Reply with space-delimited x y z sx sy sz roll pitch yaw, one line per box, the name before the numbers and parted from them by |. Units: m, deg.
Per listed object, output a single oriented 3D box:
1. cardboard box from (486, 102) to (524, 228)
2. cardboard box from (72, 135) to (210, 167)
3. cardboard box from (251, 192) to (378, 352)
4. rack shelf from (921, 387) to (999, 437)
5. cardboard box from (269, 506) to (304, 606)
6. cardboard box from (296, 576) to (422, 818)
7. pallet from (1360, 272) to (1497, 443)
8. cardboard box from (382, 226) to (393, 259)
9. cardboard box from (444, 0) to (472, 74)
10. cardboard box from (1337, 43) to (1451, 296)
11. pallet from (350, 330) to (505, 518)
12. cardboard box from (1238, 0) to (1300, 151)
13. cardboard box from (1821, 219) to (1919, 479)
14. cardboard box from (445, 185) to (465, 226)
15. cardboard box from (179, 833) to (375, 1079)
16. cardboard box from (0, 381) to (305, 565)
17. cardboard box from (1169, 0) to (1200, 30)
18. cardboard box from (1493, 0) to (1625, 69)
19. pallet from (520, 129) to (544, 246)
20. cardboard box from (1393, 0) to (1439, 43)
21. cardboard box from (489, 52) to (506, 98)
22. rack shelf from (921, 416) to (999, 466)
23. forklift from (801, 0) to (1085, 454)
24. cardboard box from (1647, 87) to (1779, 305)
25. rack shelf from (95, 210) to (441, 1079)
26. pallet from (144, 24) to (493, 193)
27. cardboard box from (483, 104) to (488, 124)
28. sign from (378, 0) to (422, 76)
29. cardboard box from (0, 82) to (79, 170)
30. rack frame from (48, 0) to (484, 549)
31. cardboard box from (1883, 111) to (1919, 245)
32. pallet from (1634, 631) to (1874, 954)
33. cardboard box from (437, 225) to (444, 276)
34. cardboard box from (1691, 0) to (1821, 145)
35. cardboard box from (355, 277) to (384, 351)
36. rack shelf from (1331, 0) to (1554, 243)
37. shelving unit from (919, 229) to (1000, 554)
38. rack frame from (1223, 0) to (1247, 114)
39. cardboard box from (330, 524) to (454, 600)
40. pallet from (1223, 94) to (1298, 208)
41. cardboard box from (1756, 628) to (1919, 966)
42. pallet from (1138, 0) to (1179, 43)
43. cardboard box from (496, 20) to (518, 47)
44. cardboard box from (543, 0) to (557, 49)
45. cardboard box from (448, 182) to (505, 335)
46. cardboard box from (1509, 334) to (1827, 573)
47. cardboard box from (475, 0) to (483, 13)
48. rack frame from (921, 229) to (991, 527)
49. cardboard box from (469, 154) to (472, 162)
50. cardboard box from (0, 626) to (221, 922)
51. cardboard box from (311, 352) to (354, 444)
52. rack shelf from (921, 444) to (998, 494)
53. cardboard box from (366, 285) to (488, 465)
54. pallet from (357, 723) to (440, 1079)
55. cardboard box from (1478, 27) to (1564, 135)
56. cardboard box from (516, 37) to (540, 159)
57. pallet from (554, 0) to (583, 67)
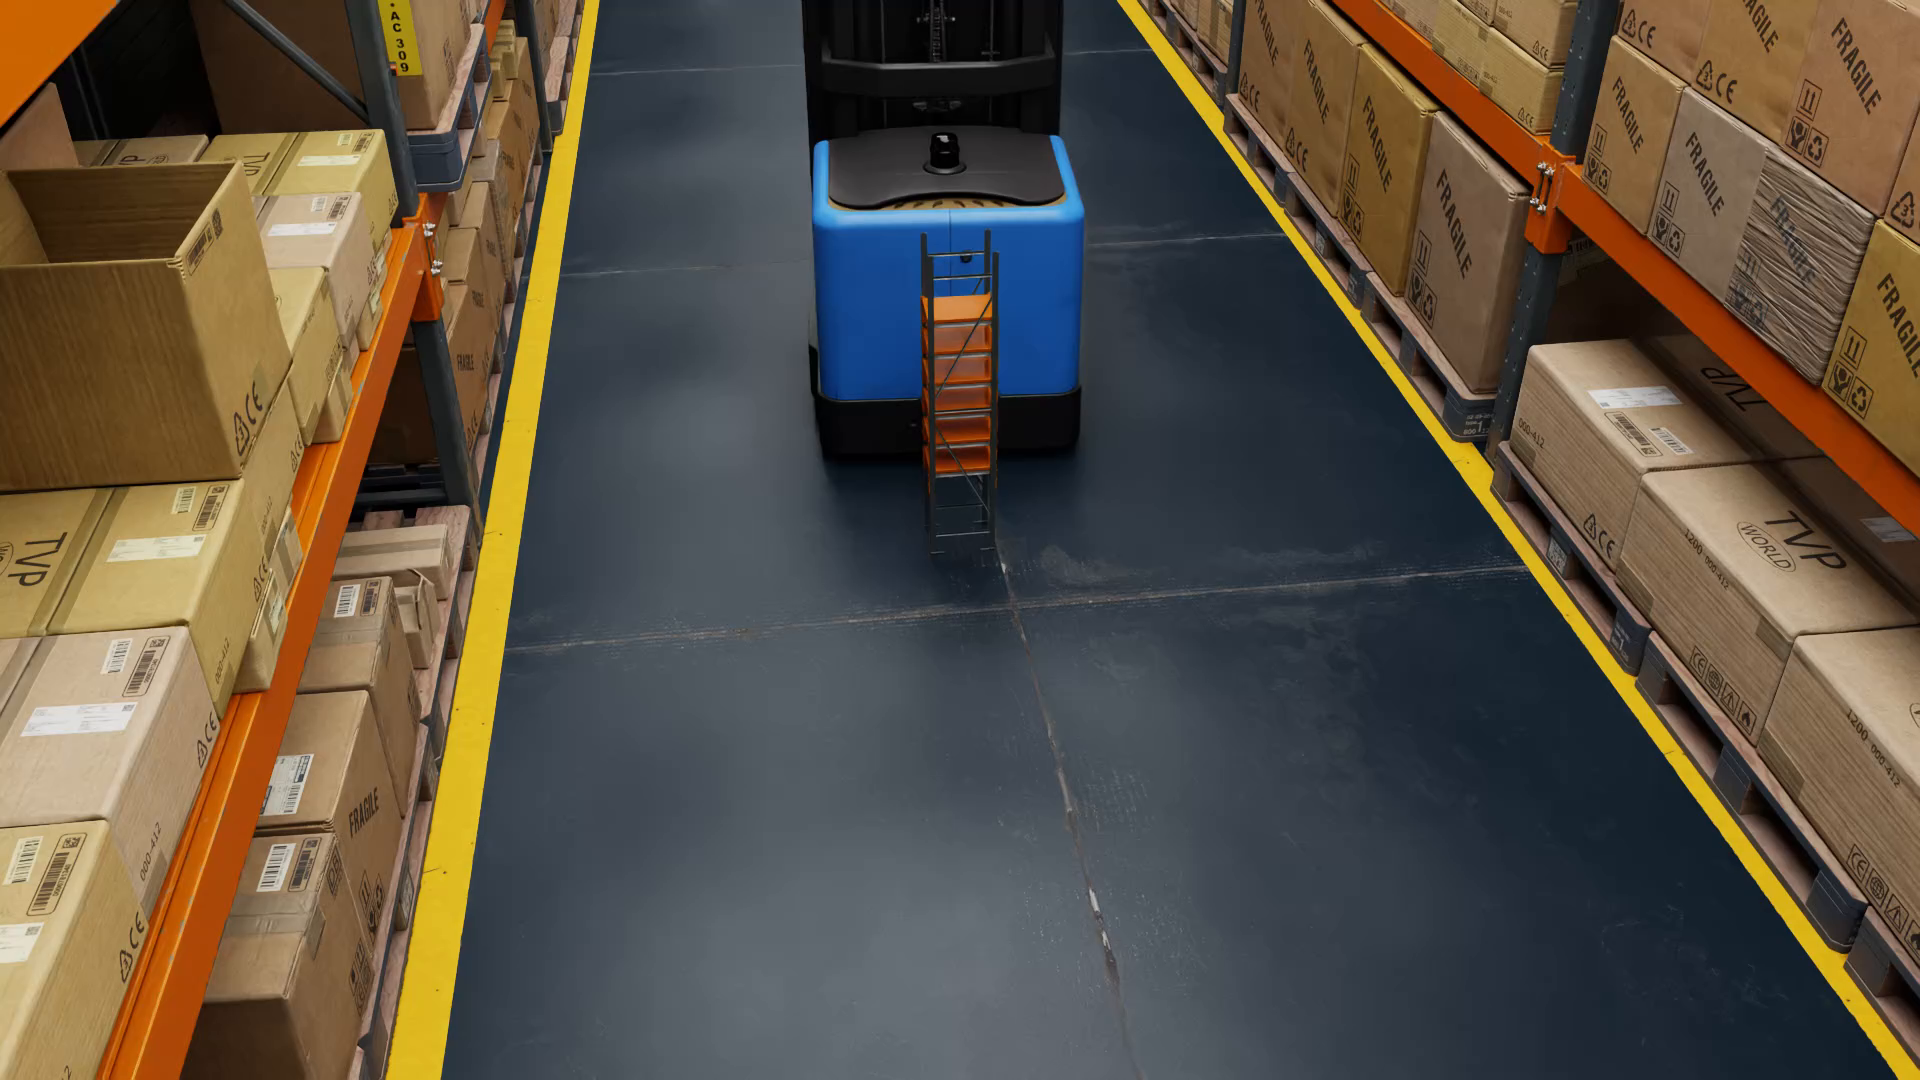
cardboard box | -2.429 -1.785 8.053 0.500 0.500 0.500 -3 34 -4
cardboard box | -2.492 -0.968 4.876 0.500 0.250 0.500 -5 35 -7
cardboard box | -1.899 -0.721 4.513 0.500 0.250 0.500 -4 35 -6
rack shelf | -0.002 -0.467 5.949 0.258 0.103 0.180 -4 35 -6
cardboard box | -1.705 0.059 3.722 0.380 0.149 0.250 -4 34 -5
cardboard box | -1.957 0.480 4.729 0.700 0.500 0.500 -6 35 -8
pallet | 2.449 -0.855 7.317 1.003 0.211 1.213 -4 35 -6
cardboard box | -1.998 -0.942 5.191 0.380 0.149 0.250 -4 34 -6
cardboard box | -2.204 -1.995 6.052 0.700 0.500 0.500 -4 34 -6
cardboard box | 2.335 -1.721 7.626 0.875 0.875 0.875 -3 34 -5
pallet | -2.438 -0.503 6.801 1.003 0.211 1.213 -4 35 -6
cardboard box | 2.100 -2.718 9.089 0.875 0.875 0.875 -5 35 -7
cardboard box | 2.624 -0.495 4.224 0.500 0.500 0.500 -3 34 -5
cardboard box | -2.282 -1.418 6.939 0.380 0.149 0.250 -4 35 -6
cardboard box | -1.818 1.059 3.879 0.700 0.500 0.500 -3 34 -4
cardboard box | -1.776 -0.154 3.682 0.500 0.250 0.500 -5 35 -8
cardboard box | 1.916 -3.629 10.872 0.950 0.372 0.625 -5 35 -7
cardboard box | 2.327 -1.954 6.144 0.500 0.250 0.500 -4 35 -6
pallet | -2.766 -1.865 8.799 1.003 0.211 1.213 -4 35 -6
cardboard box | 2.201 -2.319 7.122 0.500 0.250 0.500 -5 35 -8
cardboard box | -2.452 -2.288 8.215 0.380 0.149 0.250 -5 35 -8
rack shelf | -0.002 -0.368 6.017 0.258 0.103 0.180 -4 35 -6
forklift | -0.129 -2.358 7.108 1.130 2.935 3.031 -2 34 -3
cardboard box | 2.494 -1.061 5.054 0.500 0.500 0.500 -4 34 -6
rack shelf | -2.022 0.209 3.918 1.077 0.370 4.000 -4 35 -6
pallet | -2.290 -1.579 6.074 1.003 0.211 1.213 -4 35 -6
cardboard box | -2.428 -1.998 7.790 0.380 0.149 0.250 -5 35 -7
sign | -1.754 -1.607 5.176 0.100 0.325 0.005 -4 35 -6
cardboard box | -2.354 -0.724 3.852 0.500 0.500 0.500 -5 35 -8
rack frame | -2.291 -1.204 5.353 1.000 3.000 0.127 -4 35 -6
cardboard box | 2.636 -0.902 3.933 0.500 0.500 0.500 -5 35 -7
pallet | 2.819 0.683 5.061 1.003 0.211 1.213 -4 35 -6
cardboard box | -2.235 -1.124 6.507 0.380 0.149 0.250 -6 35 -9
cardboard box | 2.513 -1.470 4.767 0.500 0.500 0.500 -5 35 -7
cardboard box | -1.882 -0.655 4.770 0.380 0.149 0.250 -4 34 -5
rack shelf | 2.358 -2.401 7.748 1.077 0.370 4.000 -4 35 -6
shelving unit | -0.002 -0.504 5.924 0.258 1.200 0.189 -4 35 -6
rack frame | 2.089 -3.814 9.184 1.000 3.000 0.127 -4 35 -6
cardboard box | -1.925 0.089 5.614 0.380 0.149 0.250 -5 35 -8
pallet | 2.121 -2.216 9.315 1.003 0.211 1.213 -4 35 -6
cardboard box | 2.846 0.664 4.514 0.875 0.438 0.875 -3 34 -5
pallet | 1.825 -3.778 11.606 1.003 0.211 1.213 -4 35 -6
cardboard box | -2.512 -2.589 8.656 0.380 0.149 0.250 -6 35 -9
cardboard box | -2.995 -3.342 10.226 0.875 0.625 0.625 -3 34 -5
cardboard box | -2.277 -1.207 7.204 0.500 0.500 0.500 -5 35 -8
cardboard box | 2.605 -0.339 5.985 0.875 0.438 0.875 -5 35 -7
cardboard box | -2.310 -2.433 6.695 0.700 0.500 0.500 -5 35 -7
rack frame | -0.014 -0.555 5.999 0.240 1.200 0.006 -4 35 -6
cardboard box | -2.378 -1.706 7.360 0.380 0.149 0.250 -4 35 -6
cardboard box | -1.615 0.412 2.851 0.500 0.250 0.500 -4 34 -6
cardboard box | -1.812 -0.366 4.346 0.380 0.149 0.250 -5 35 -7
rack shelf | -0.002 -0.269 6.084 0.258 0.103 0.180 -4 35 -6
cardboard box | -2.133 -0.632 6.360 0.500 0.500 0.500 -3 34 -4
pallet | -2.032 1.014 4.575 1.003 0.211 1.213 -4 35 -6
cardboard box | 2.317 -1.751 6.290 0.500 0.250 0.500 -5 35 -8
cardboard box | -2.559 -2.357 8.892 0.500 0.500 0.500 -3 34 -5
pallet | -3.062 -3.426 11.089 1.003 0.211 1.213 -4 35 -6
